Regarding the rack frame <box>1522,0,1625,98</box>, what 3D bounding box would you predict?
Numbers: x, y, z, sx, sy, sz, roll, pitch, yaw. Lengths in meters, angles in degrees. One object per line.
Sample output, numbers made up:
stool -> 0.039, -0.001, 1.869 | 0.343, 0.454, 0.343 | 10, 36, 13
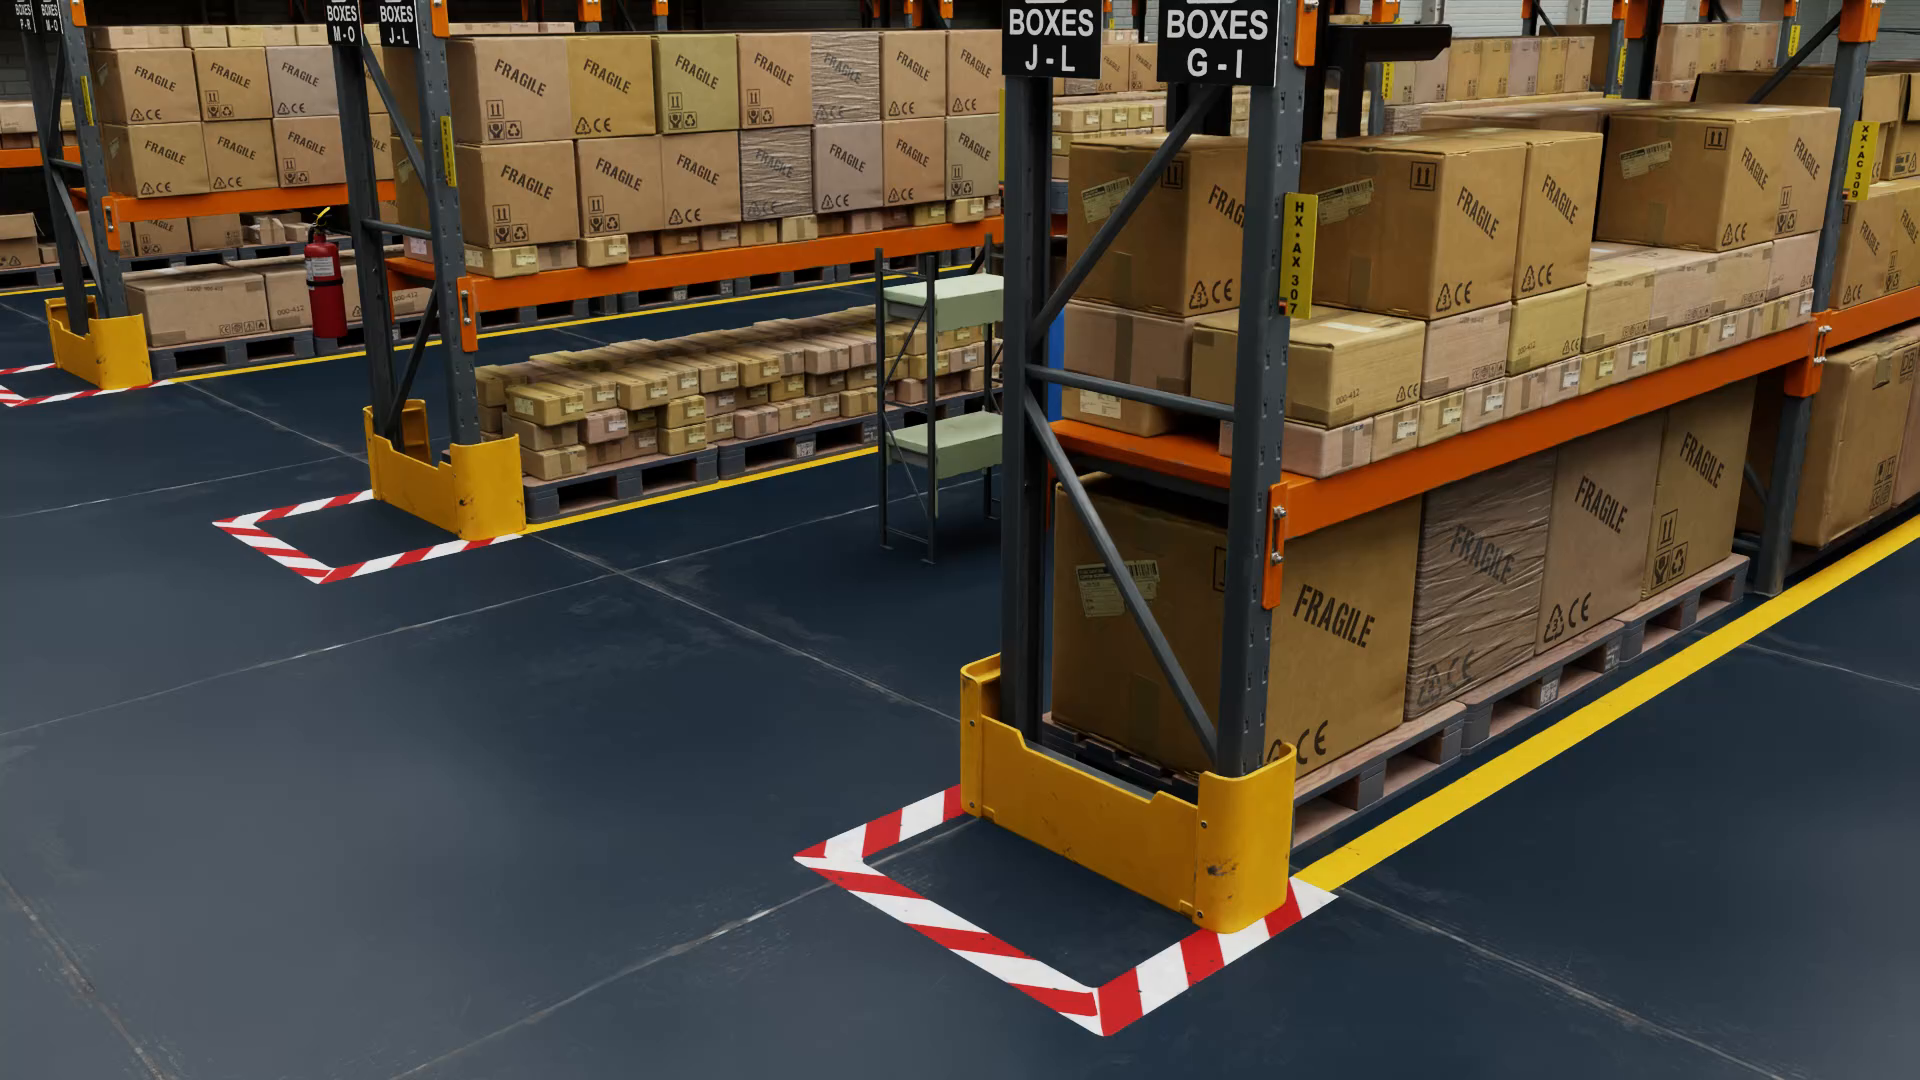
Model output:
rack frame -> 5.904, -4.105, 16.282 | 0.127, 3.000, 1.000 | -16, 24, -41

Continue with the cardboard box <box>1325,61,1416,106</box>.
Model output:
cardboard box -> 3.331, -3.873, 13.785 | 0.500, 0.500, 0.700 | -16, 24, -41

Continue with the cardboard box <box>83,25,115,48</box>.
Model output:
cardboard box -> -6.166, -3.603, 11.898 | 0.250, 0.149, 0.380 | -16, 24, -40

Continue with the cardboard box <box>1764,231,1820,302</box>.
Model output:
cardboard box -> 3.285, -1.195, 7.066 | 0.500, 0.250, 0.500 | -17, 24, -42

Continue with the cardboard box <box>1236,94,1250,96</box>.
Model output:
cardboard box -> 2.212, -3.199, 12.248 | 0.250, 0.149, 0.380 | -16, 24, -41

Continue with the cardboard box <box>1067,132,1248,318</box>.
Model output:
cardboard box -> 0.693, -1.018, 5.307 | 0.500, 0.500, 0.500 | -16, 24, -40

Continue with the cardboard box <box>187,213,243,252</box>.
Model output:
cardboard box -> -7.791, -3.273, 17.088 | 0.700, 0.500, 0.500 | 17, 24, 42

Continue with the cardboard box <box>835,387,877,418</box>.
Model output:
cardboard box -> -0.711, -0.875, 10.260 | 0.250, 0.149, 0.380 | -16, 24, -41

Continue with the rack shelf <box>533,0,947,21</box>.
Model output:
rack shelf -> -1.930, -5.006, 15.364 | 4.000, 0.370, 1.077 | -16, 24, -41

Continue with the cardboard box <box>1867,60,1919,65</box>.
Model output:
cardboard box -> 5.314, -2.360, 9.113 | 0.637, 0.503, 0.797 | -16, 24, -40

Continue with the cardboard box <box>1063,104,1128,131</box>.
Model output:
cardboard box -> 0.892, -2.814, 11.062 | 0.250, 0.149, 0.380 | -15, 23, -39

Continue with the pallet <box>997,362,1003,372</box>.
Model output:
pallet -> 0.656, -1.249, 11.993 | 1.213, 0.211, 1.003 | -16, 24, -41

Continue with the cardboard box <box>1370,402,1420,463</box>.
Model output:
cardboard box -> 1.189, -0.366, 5.156 | 0.250, 0.149, 0.380 | -17, 24, -42

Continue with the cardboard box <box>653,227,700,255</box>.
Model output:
cardboard box -> -1.658, -1.684, 9.221 | 0.250, 0.149, 0.380 | -17, 24, -41

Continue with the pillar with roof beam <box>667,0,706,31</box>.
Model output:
pillar with roof beam -> -0.604, -7.824, 18.026 | 0.400, 9.000, 9.100 | -16, 24, -41

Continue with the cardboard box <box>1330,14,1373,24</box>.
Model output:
cardboard box -> 5.115, -6.548, 21.551 | 0.500, 0.500, 0.700 | -17, 25, -42

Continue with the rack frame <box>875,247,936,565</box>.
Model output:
rack frame -> -0.261, -0.637, 8.019 | 0.023, 1.500, 0.400 | -16, 24, -41

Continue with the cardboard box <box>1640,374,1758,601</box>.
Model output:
cardboard box -> 2.891, -0.344, 7.446 | 0.875, 0.875, 0.875 | -16, 24, -41

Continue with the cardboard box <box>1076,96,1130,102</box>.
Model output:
cardboard box -> 1.004, -3.120, 12.007 | 0.380, 0.149, 0.250 | 17, 25, 42

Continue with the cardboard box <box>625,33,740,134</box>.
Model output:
cardboard box -> -1.551, -2.476, 8.992 | 0.500, 0.500, 0.500 | -17, 25, -42

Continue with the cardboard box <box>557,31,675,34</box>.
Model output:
cardboard box -> -1.914, -2.599, 9.372 | 0.500, 0.500, 0.500 | -15, 23, -38

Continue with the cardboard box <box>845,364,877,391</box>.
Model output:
cardboard box -> -0.711, -1.047, 10.308 | 0.250, 0.149, 0.380 | -16, 24, -40

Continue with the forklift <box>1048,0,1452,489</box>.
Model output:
forklift -> 1.934, -1.794, 9.267 | 3.031, 2.935, 1.130 | -12, 21, -32

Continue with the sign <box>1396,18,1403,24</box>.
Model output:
sign -> 5.703, -6.613, 21.628 | 0.005, 0.325, 0.100 | -16, 24, -41

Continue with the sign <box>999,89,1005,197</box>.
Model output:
sign -> 0.157, -1.217, 5.114 | 0.005, 0.325, 0.100 | -16, 24, -41

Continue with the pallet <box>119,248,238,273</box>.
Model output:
pallet -> -8.182, -2.878, 17.018 | 1.213, 0.211, 1.003 | -16, 24, -41

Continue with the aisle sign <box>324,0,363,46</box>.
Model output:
aisle sign -> -3.074, -2.851, 8.198 | 0.004, 0.787, 0.394 | -16, 24, -41

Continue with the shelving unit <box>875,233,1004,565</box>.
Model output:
shelving unit -> 0.005, -0.715, 8.258 | 0.755, 1.500, 0.431 | -16, 24, -41

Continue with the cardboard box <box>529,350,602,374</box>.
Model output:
cardboard box -> -2.281, -0.981, 9.625 | 0.250, 0.149, 0.380 | -17, 25, -42

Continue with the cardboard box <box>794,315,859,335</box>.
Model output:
cardboard box -> -0.866, -1.340, 10.730 | 0.250, 0.149, 0.380 | -17, 25, -42

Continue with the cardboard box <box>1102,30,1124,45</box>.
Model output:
cardboard box -> 1.575, -5.529, 18.299 | 0.380, 0.149, 0.250 | 17, 24, 41

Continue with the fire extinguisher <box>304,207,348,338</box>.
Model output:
fire extinguisher -> -3.315, -1.398, 8.663 | 0.183, 0.674, 0.296 | -16, 24, -41

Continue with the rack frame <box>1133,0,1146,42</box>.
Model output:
rack frame -> 2.430, -5.193, 19.637 | 0.127, 3.000, 1.000 | -16, 24, -41

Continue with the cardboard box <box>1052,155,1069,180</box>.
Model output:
cardboard box -> 0.694, -2.470, 10.967 | 0.380, 0.149, 0.250 | 16, 24, 41

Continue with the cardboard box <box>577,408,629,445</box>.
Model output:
cardboard box -> -2.020, -0.646, 9.073 | 0.250, 0.149, 0.380 | -16, 24, -41

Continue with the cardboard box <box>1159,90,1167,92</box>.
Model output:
cardboard box -> 2.246, -5.102, 19.084 | 0.250, 0.149, 0.380 | -16, 24, -40

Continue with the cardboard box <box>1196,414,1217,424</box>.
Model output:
cardboard box -> 0.740, -0.514, 5.615 | 0.250, 0.149, 0.380 | -16, 24, -40

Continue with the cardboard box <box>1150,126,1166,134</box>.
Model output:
cardboard box -> 1.256, -2.777, 11.431 | 0.380, 0.149, 0.250 | 17, 24, 41

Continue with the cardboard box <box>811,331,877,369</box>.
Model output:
cardboard box -> -0.698, -1.170, 10.206 | 0.380, 0.149, 0.250 | 16, 24, 41

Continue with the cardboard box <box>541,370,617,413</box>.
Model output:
cardboard box -> -2.083, -0.809, 9.093 | 0.250, 0.149, 0.380 | -16, 24, -40

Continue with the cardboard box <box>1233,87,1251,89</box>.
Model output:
cardboard box -> 2.336, -3.509, 13.204 | 0.250, 0.149, 0.380 | -17, 25, -42

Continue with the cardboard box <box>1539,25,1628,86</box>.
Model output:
cardboard box -> 6.196, -4.760, 16.310 | 0.550, 0.550, 0.875 | -16, 24, -41

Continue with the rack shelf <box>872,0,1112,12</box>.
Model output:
rack shelf -> 0.470, -7.813, 24.021 | 4.000, 0.370, 1.077 | -16, 24, -41

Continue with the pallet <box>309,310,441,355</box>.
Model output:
pallet -> -4.876, -1.768, 13.595 | 1.213, 0.211, 1.003 | -16, 24, -41

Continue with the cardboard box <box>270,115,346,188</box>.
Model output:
cardboard box -> -5.013, -2.952, 12.564 | 0.500, 0.500, 0.500 | -16, 24, -41

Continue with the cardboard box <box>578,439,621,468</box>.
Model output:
cardboard box -> -2.080, -0.519, 9.163 | 0.250, 0.149, 0.380 | -16, 24, -41

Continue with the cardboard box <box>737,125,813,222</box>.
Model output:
cardboard box -> -1.197, -2.114, 9.497 | 0.500, 0.500, 0.500 | -17, 25, -42

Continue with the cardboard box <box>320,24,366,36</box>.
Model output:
cardboard box -> -4.685, -3.814, 12.550 | 0.250, 0.149, 0.380 | -17, 25, -42

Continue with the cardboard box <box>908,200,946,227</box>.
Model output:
cardboard box -> -0.303, -2.055, 10.367 | 0.250, 0.149, 0.380 | -15, 23, -39

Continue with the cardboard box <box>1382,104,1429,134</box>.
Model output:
cardboard box -> 3.510, -3.340, 13.759 | 0.500, 0.500, 0.500 | -16, 24, -40

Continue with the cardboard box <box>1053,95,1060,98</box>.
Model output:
cardboard box -> 0.860, -4.744, 17.978 | 0.250, 0.149, 0.380 | -15, 23, -39

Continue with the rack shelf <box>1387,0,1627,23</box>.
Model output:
rack shelf -> 4.451, -4.766, 14.623 | 4.000, 0.370, 1.077 | -16, 24, -41

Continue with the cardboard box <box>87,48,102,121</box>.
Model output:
cardboard box -> -6.103, -3.329, 12.105 | 0.500, 0.500, 0.500 | -15, 23, -39

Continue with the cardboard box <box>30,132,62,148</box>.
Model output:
cardboard box -> -8.729, -3.818, 15.804 | 0.250, 0.149, 0.380 | -15, 23, -39

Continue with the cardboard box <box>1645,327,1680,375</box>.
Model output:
cardboard box -> 2.496, -0.747, 6.332 | 0.250, 0.149, 0.380 | -17, 24, -42
